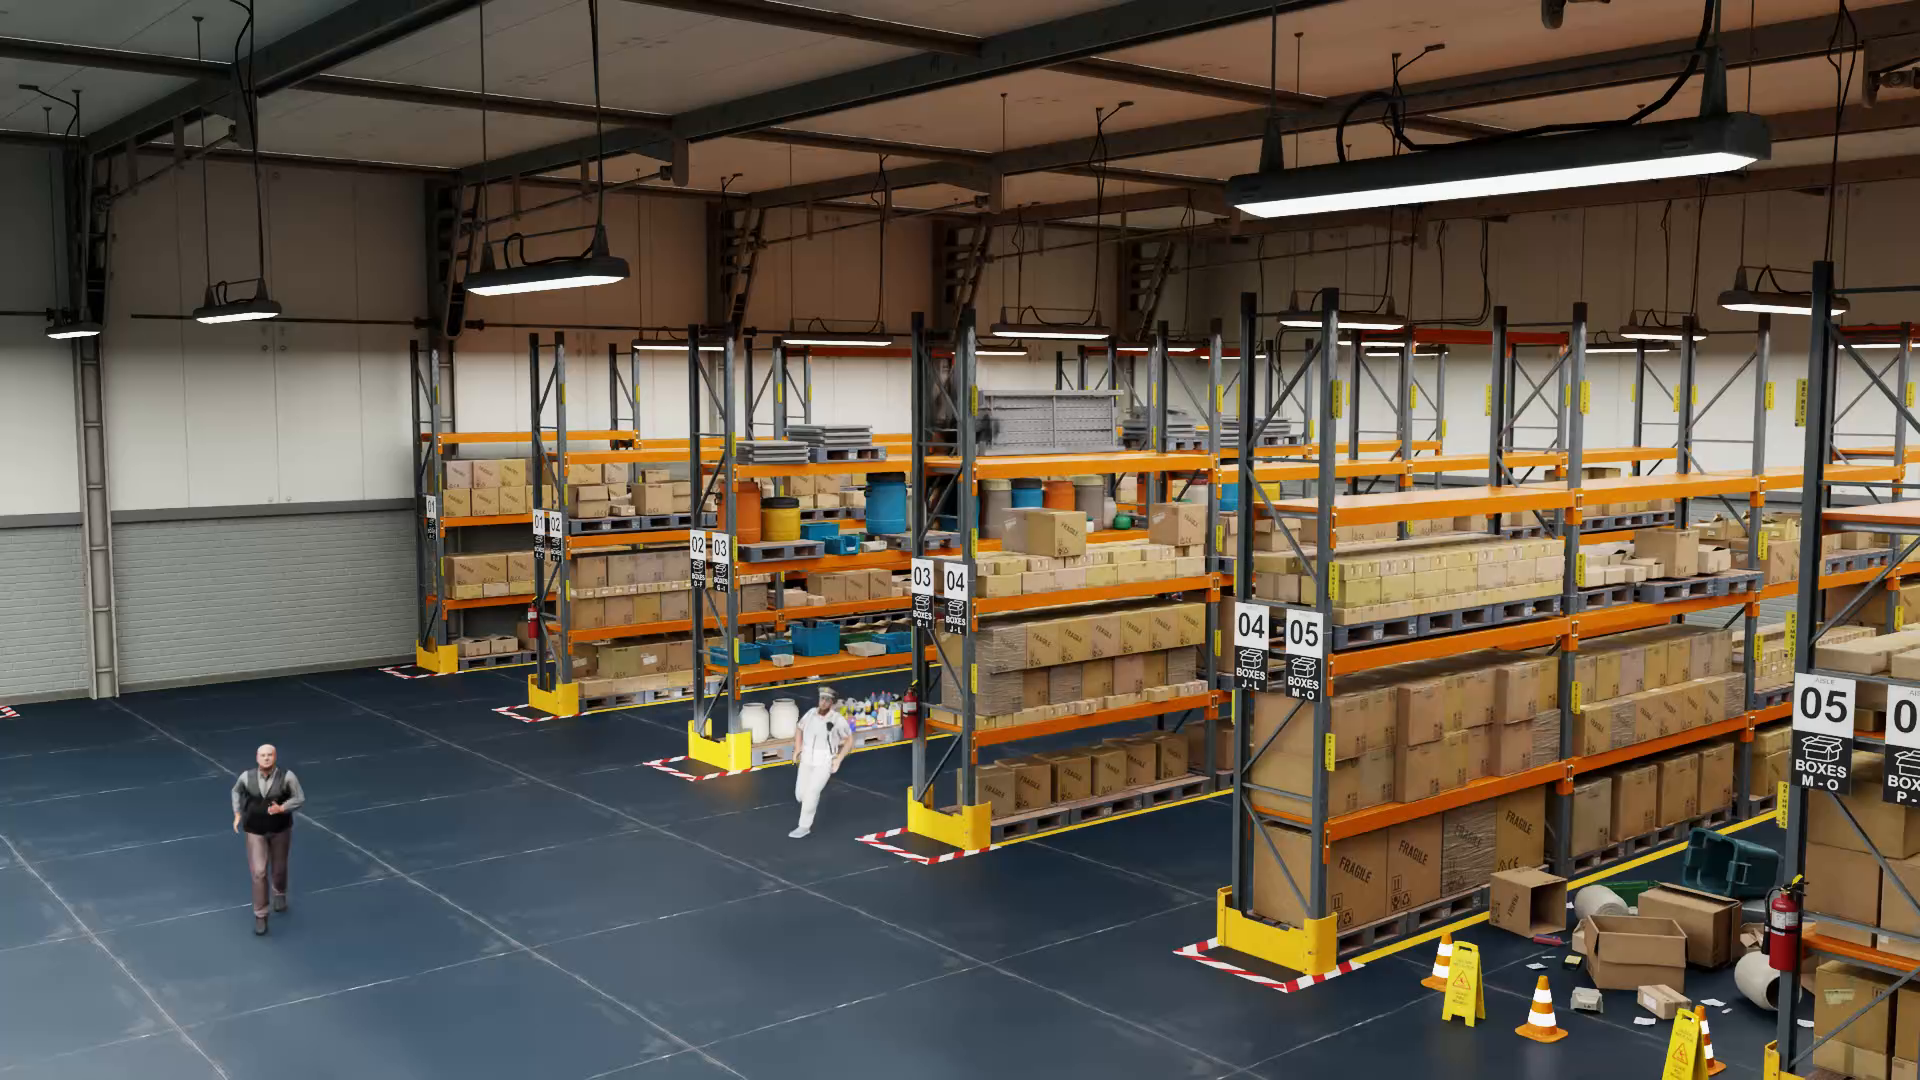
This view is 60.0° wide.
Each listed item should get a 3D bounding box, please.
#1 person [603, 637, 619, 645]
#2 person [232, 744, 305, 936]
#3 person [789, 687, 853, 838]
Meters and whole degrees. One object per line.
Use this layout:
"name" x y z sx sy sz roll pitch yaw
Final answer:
"person" -5.937 1.684 28.857 0.566 1.624 0.546 5 7 41
"person" -6.621 2.811 15.942 0.657 1.733 0.879 -2 6 -21
"person" -1.600 2.536 19.189 0.711 1.718 0.725 2 6 19
